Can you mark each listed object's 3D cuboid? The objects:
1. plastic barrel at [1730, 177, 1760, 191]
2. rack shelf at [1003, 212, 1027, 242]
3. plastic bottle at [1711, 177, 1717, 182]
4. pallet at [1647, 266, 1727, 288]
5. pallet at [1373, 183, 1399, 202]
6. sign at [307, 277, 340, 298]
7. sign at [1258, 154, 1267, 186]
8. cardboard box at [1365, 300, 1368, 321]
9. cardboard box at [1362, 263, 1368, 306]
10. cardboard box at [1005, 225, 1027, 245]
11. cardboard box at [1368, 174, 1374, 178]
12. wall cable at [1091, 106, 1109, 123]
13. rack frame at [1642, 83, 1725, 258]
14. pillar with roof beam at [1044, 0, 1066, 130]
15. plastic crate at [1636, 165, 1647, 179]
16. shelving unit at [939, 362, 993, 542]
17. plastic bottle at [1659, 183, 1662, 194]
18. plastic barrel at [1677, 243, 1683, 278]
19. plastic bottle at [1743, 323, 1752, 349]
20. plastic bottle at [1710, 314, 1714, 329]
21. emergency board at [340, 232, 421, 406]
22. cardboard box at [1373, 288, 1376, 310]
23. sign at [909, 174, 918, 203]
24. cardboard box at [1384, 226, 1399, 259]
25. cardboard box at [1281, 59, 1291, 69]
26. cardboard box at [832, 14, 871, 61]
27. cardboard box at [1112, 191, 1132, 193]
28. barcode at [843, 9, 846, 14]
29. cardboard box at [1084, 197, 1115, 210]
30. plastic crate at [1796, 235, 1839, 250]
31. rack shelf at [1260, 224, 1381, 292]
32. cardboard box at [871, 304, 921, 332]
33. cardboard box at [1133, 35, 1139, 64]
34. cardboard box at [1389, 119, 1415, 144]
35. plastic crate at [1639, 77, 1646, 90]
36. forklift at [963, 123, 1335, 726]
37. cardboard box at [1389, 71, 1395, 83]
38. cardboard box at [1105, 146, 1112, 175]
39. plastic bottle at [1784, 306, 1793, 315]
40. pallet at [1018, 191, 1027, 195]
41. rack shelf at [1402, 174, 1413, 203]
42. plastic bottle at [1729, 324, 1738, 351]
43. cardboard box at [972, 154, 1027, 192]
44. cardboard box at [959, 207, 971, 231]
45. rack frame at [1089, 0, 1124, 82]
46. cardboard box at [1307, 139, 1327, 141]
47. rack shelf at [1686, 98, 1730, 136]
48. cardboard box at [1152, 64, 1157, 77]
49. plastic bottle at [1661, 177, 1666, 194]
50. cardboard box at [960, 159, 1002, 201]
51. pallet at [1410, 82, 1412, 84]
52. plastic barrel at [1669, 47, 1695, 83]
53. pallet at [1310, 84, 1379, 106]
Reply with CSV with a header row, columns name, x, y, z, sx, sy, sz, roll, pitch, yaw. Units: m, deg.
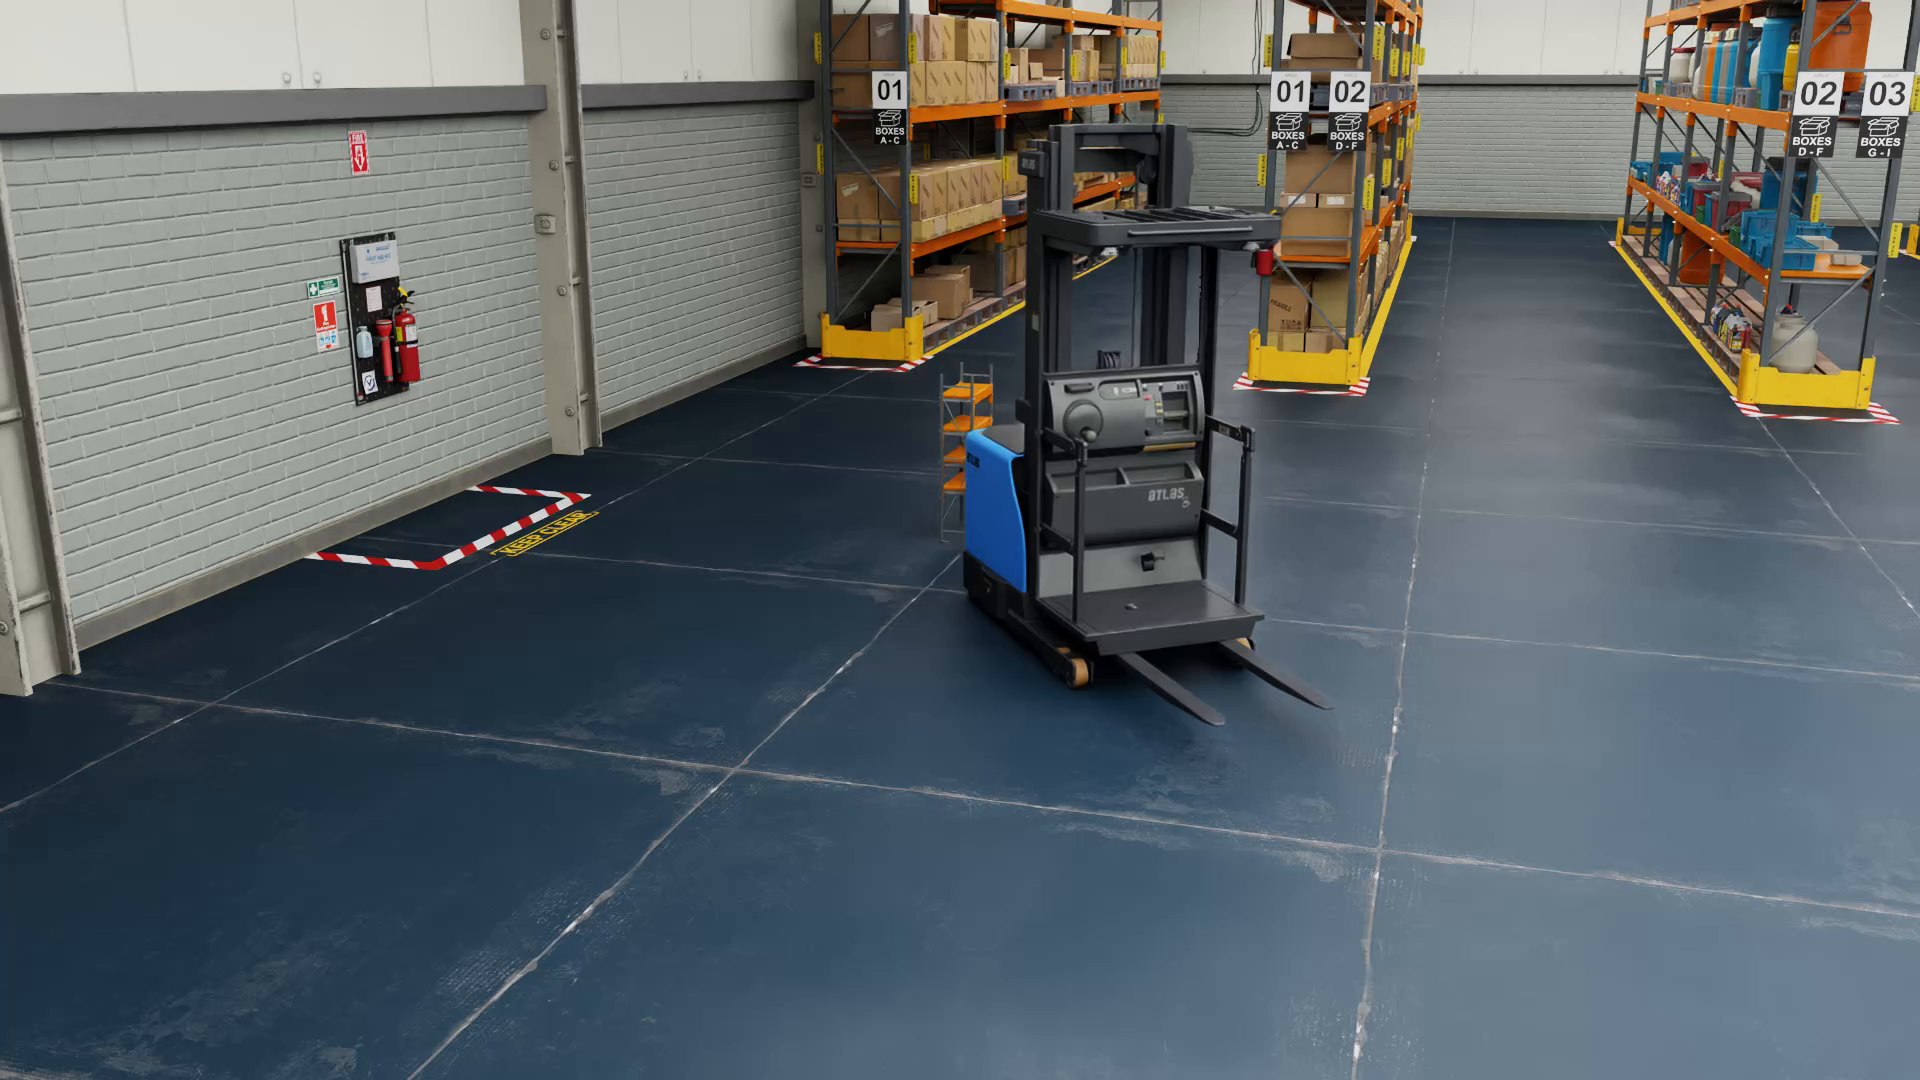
name,x,y,z,sx,sy,sz,roll,pitch,yaw
plastic barrel,10.641,-4.653,22.533,0.421,0.512,0.421,0,16,0
rack shelf,0.661,-4.784,24.517,1.077,0.370,4.000,5,16,16
plastic bottle,11.420,-5.330,25.216,0.144,0.351,0.185,5,16,16
pallet,11.261,-4.071,25.796,1.003,0.211,1.213,5,16,16
pallet,6.105,-5.361,25.583,1.213,0.211,1.003,5,16,16
sign,-4.364,-1.733,11.406,0.001,0.109,0.331,5,16,16
sign,3.190,-3.894,17.505,0.100,0.325,0.005,5,16,16
cardboard box,4.770,-2.835,20.595,0.500,0.250,0.500,5,16,16
cardboard box,4.629,-3.064,20.031,0.500,0.500,0.500,5,16,16
cardboard box,0.711,-4.552,24.780,0.500,0.250,0.500,5,16,16
cardboard box,4.971,-4.496,20.812,0.380,0.149,0.250,5,16,16
wall cable,2.960,-8.643,34.944,0.084,1.984,1.851,5,16,16
rack frame,11.865,-5.932,27.245,1.000,3.000,0.127,5,16,16
pillar with roof beam,5.863,-9.502,28.840,9.100,9.000,0.400,5,16,16
plastic crate,12.242,-6.543,29.597,0.416,0.233,0.300,5,16,16
shelving unit,0.047,-0.621,11.818,0.258,1.200,0.503,5,16,16
plastic bottle,11.177,-5.595,26.422,0.097,0.201,0.097,0,16,0
plastic barrel,10.926,-4.174,24.838,0.421,0.512,0.421,0,16,0
plastic bottle,8.756,-2.267,18.497,0.061,0.283,0.133,5,16,16
plastic bottle,9.052,-2.628,19.920,0.097,0.201,0.097,0,16,0
emergency board,-4.118,-1.597,11.964,0.194,1.169,0.643,5,16,16
cardboard box,5.195,-3.189,21.845,0.500,0.250,0.500,4,16,15
sign,-0.524,-3.935,18.618,0.100,0.325,0.005,5,16,16
cardboard box,6.960,-4.915,27.434,0.500,0.500,0.500,5,17,17
cardboard box,3.781,-5.139,18.203,0.500,0.250,0.500,5,16,16
cardboard box,-1.172,-5.675,18.792,0.500,0.500,0.500,5,17,18
cardboard box,3.244,-6.915,33.335,0.380,0.149,0.250,5,17,16
barcode,-1.322,-6.046,19.035,0.001,0.075,0.075,5,16,16
cardboard box,2.306,-5.687,29.554,0.750,0.750,0.750,5,17,17
plastic crate,9.373,-3.267,18.335,0.530,0.136,0.437,5,16,16
rack shelf,4.275,-3.354,19.477,1.077,0.370,4.000,5,16,16
cardboard box,-0.761,-2.652,19.805,0.500,0.311,0.500,3,16,10
cardboard box,2.978,-8.981,30.448,0.500,0.500,0.500,4,16,15
cardboard box,8.248,-7.622,31.190,0.500,0.500,0.500,5,17,17
plastic crate,12.625,-8.279,30.264,0.497,0.269,0.590,5,16,16
forklift,1.003,-0.734,9.047,1.130,2.935,3.031,-6,17,-19
cardboard box,6.072,-6.878,24.901,0.910,0.500,0.500,5,16,16
cardboard box,2.341,-6.626,28.928,0.500,0.500,0.500,5,17,16
plastic bottle,9.630,-2.535,19.317,0.144,0.351,0.185,4,16,13
pallet,0.706,-5.040,24.453,1.003,0.211,1.213,5,16,16
rack shelf,7.685,-6.494,30.545,1.077,0.370,4.000,5,16,16
plastic bottle,8.572,-2.243,18.413,0.061,0.283,0.133,5,17,17
cardboard box,0.593,-5.317,24.090,0.700,0.500,0.500,7,17,24
cardboard box,-0.171,-4.003,20.682,0.500,0.250,0.500,5,17,16
rack frame,2.366,-9.586,29.135,1.000,3.000,0.127,5,16,16
cardboard box,4.153,-4.254,18.771,0.700,0.500,0.500,5,16,16
rack shelf,10.160,-5.459,21.399,1.077,0.370,4.000,5,16,16
cardboard box,3.549,-9.155,32.435,0.500,0.250,0.500,5,17,18
plastic bottle,11.099,-5.580,26.220,0.061,0.283,0.133,5,16,16
cardboard box,0.255,-4.757,21.969,0.500,0.500,0.500,5,16,16
pallet,6.864,-7.504,27.636,1.213,0.211,1.003,5,16,16
plastic barrel,11.475,-7.524,26.343,0.433,0.535,0.433,0,16,0
pallet,3.932,-4.761,17.782,1.003,0.211,1.213,5,16,16
